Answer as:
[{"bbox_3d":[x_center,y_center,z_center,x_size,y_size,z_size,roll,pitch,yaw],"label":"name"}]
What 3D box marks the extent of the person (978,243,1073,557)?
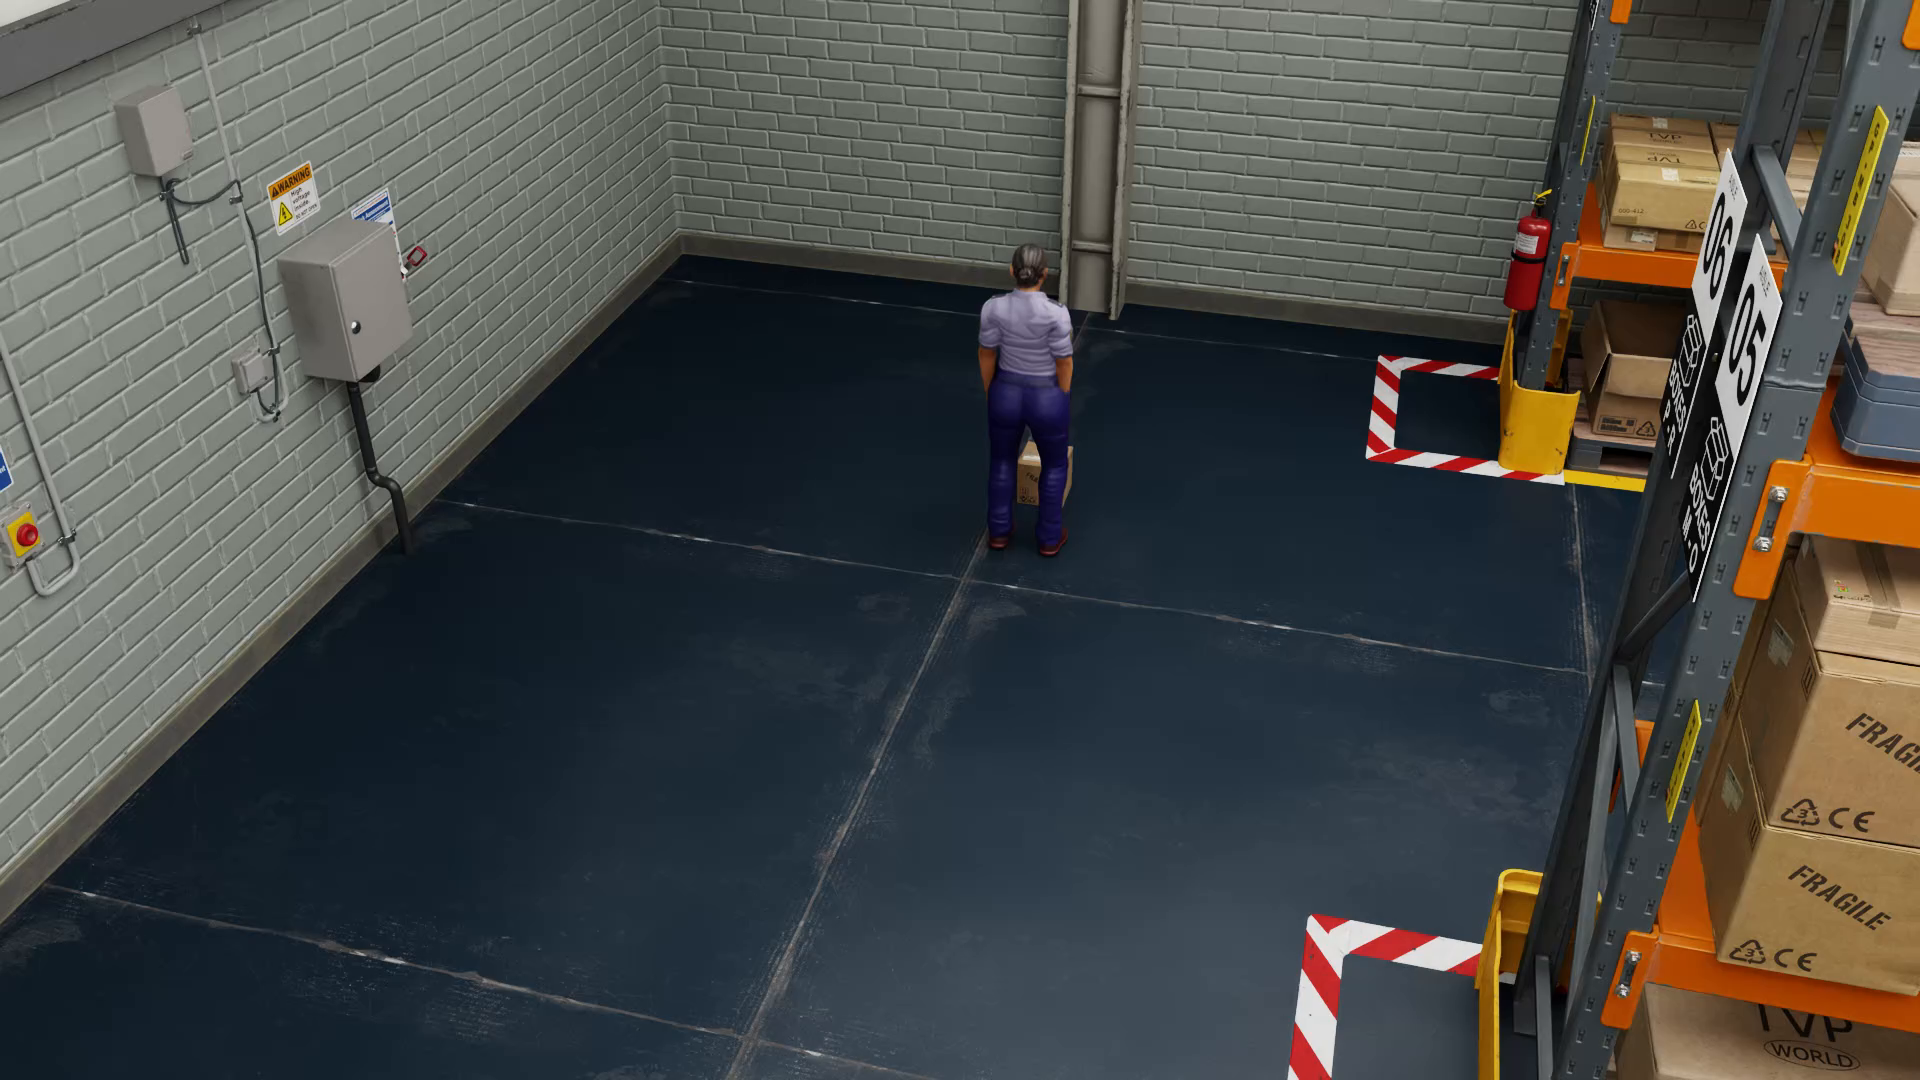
[{"bbox_3d":[0.321,-0.681,8.215,0.474,1.640,0.339,9,34,13],"label":"person"}]
